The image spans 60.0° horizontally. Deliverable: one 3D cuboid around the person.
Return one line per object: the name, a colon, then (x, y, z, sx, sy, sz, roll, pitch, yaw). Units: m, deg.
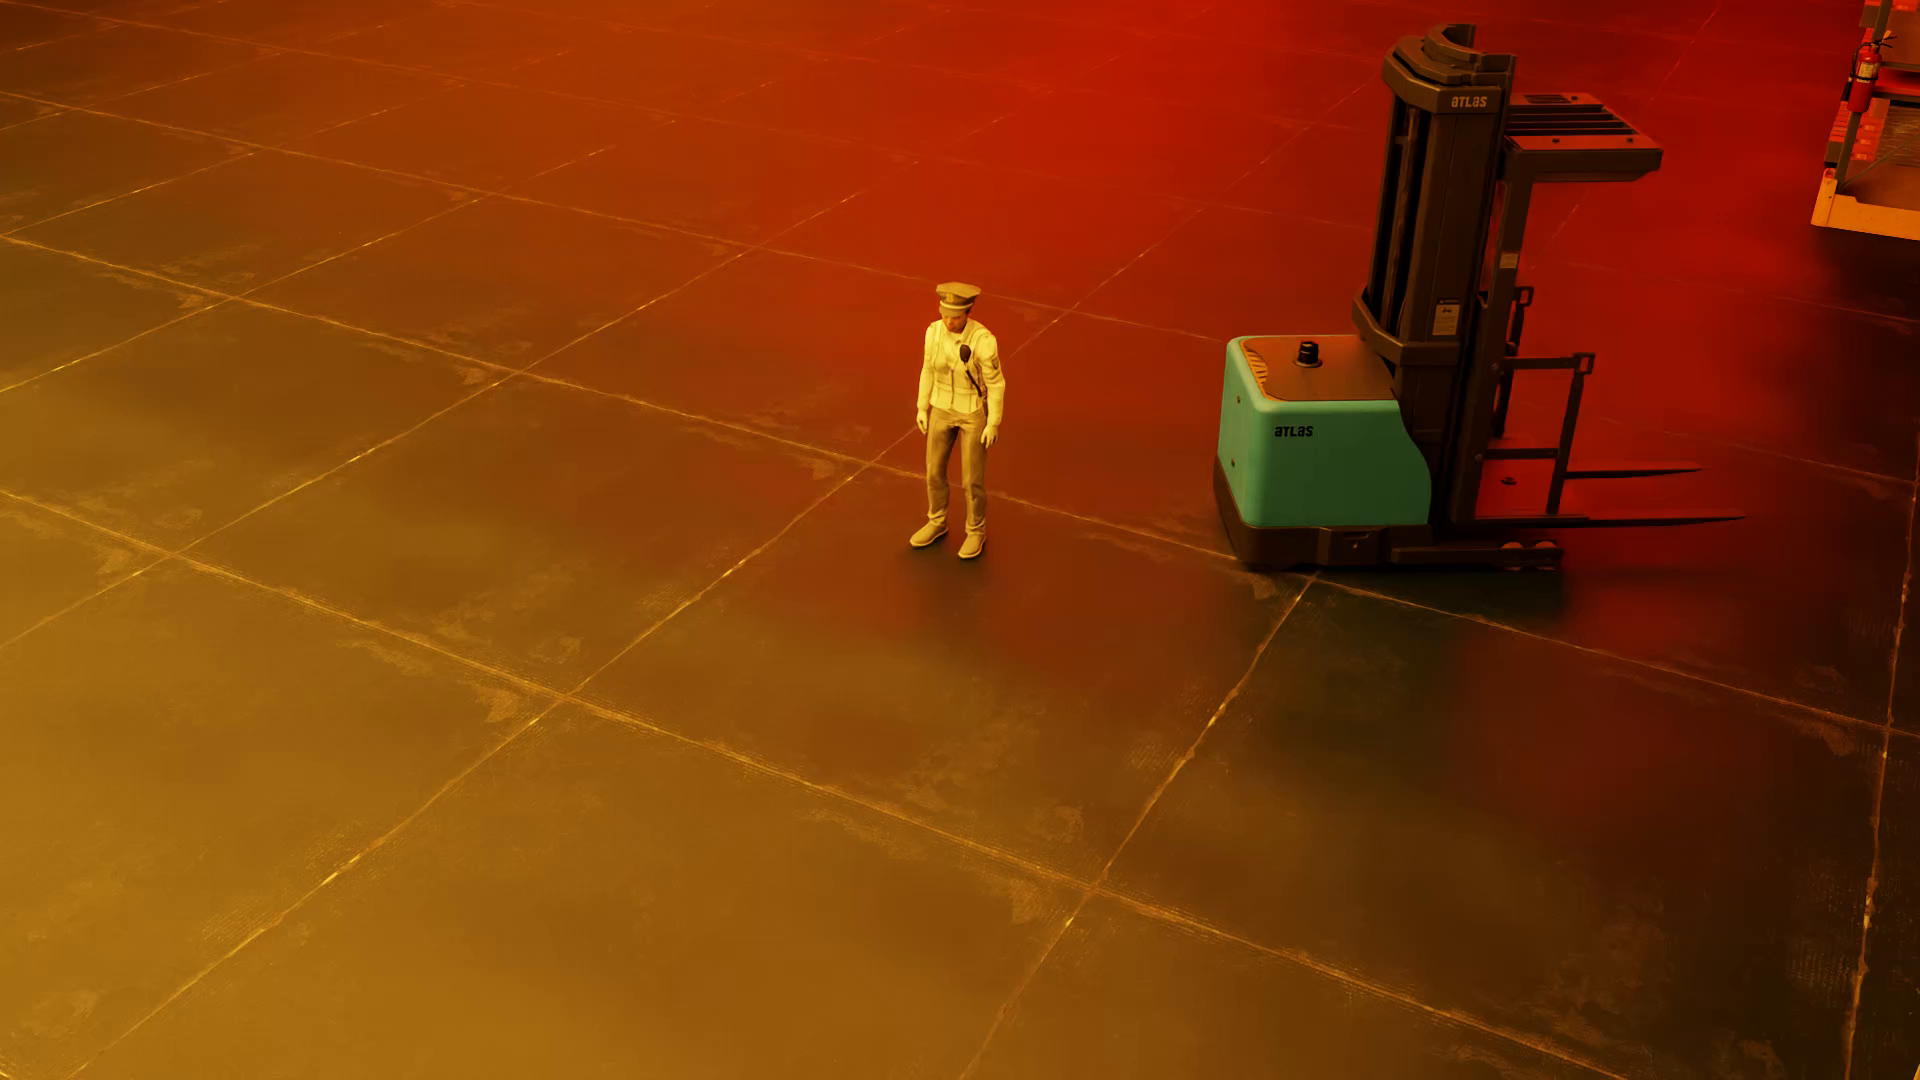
person: (-0.005, -0.704, 9.561, 0.529, 1.663, 0.372, 14, 33, 23)

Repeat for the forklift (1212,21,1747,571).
forklift: (3.114, -1.354, 9.416, 3.031, 2.935, 1.130, -1, 30, -2)
